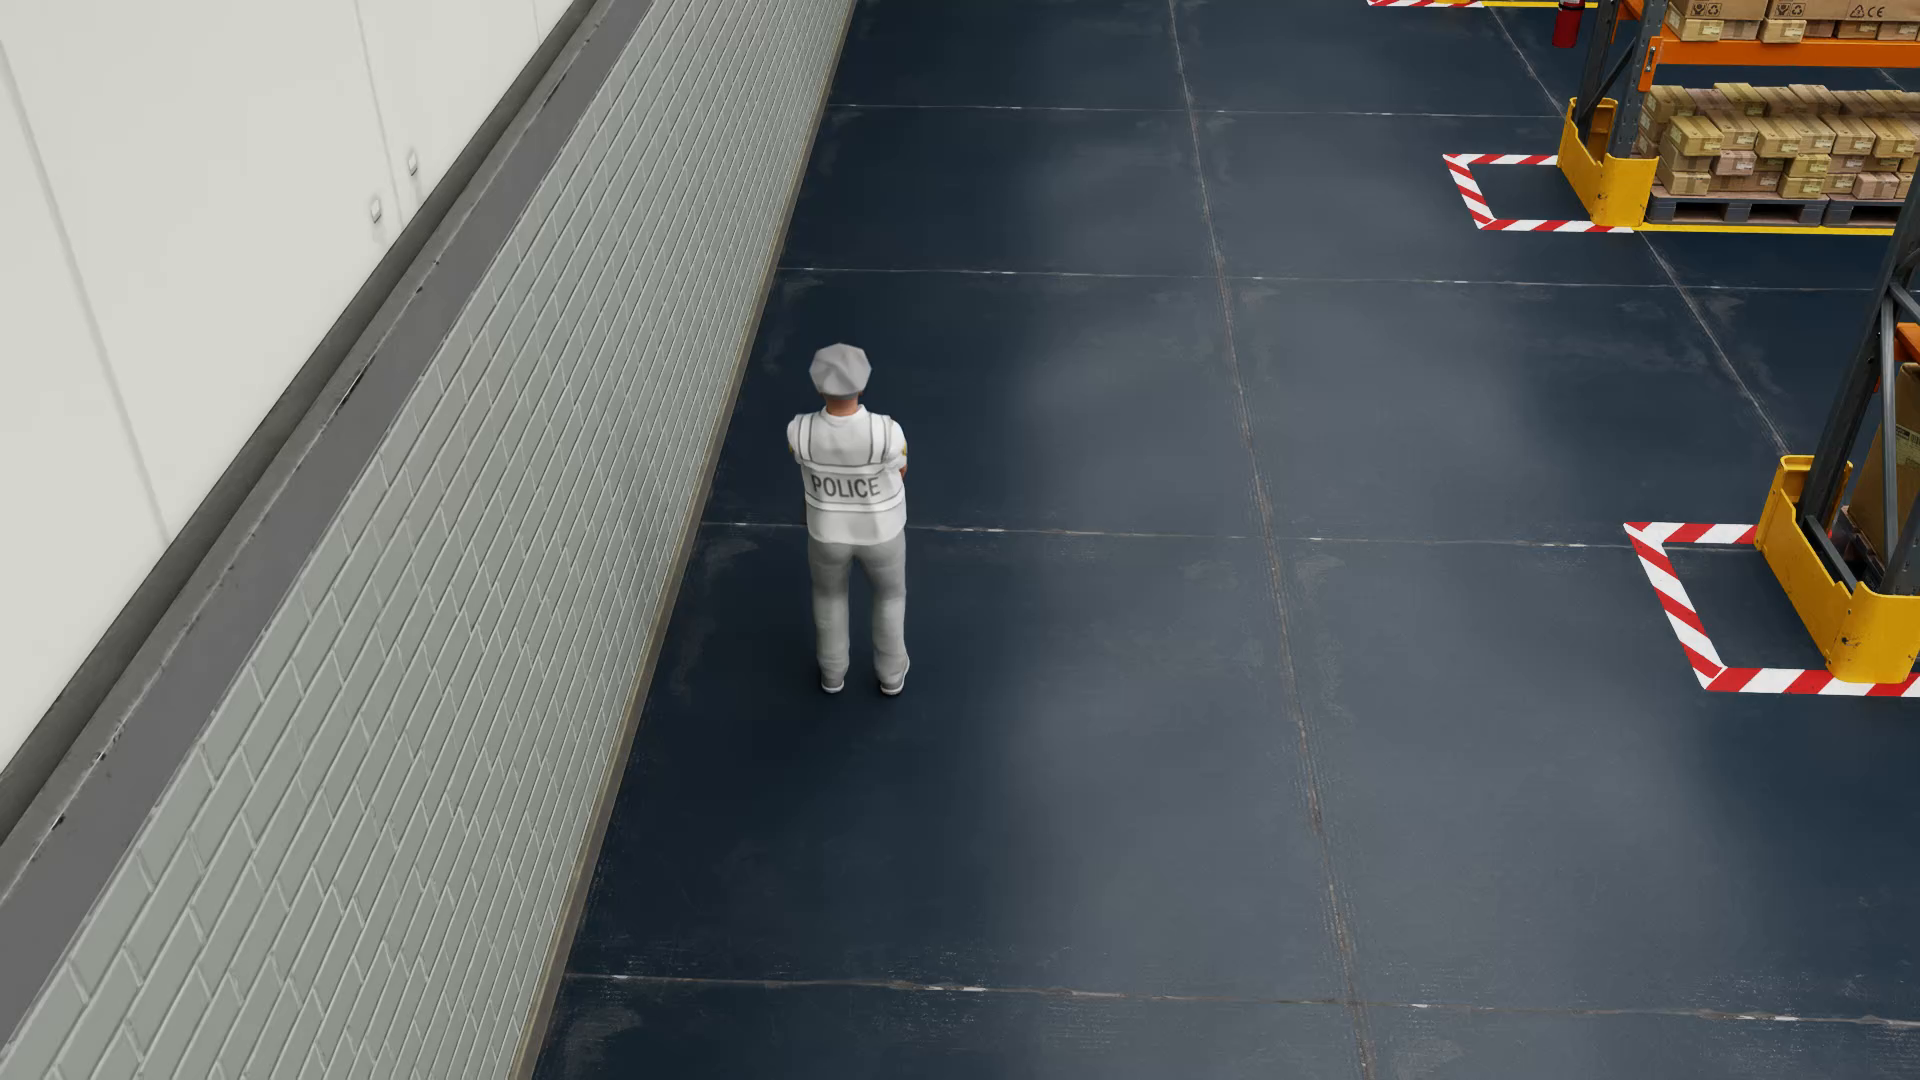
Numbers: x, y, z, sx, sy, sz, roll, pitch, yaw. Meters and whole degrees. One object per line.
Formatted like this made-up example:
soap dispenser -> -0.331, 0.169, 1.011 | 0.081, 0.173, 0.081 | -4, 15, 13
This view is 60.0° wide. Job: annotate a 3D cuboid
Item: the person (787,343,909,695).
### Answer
person -> -0.464, -0.117, 7.260 | 0.494, 1.766, 0.565 | 2, 36, 3
